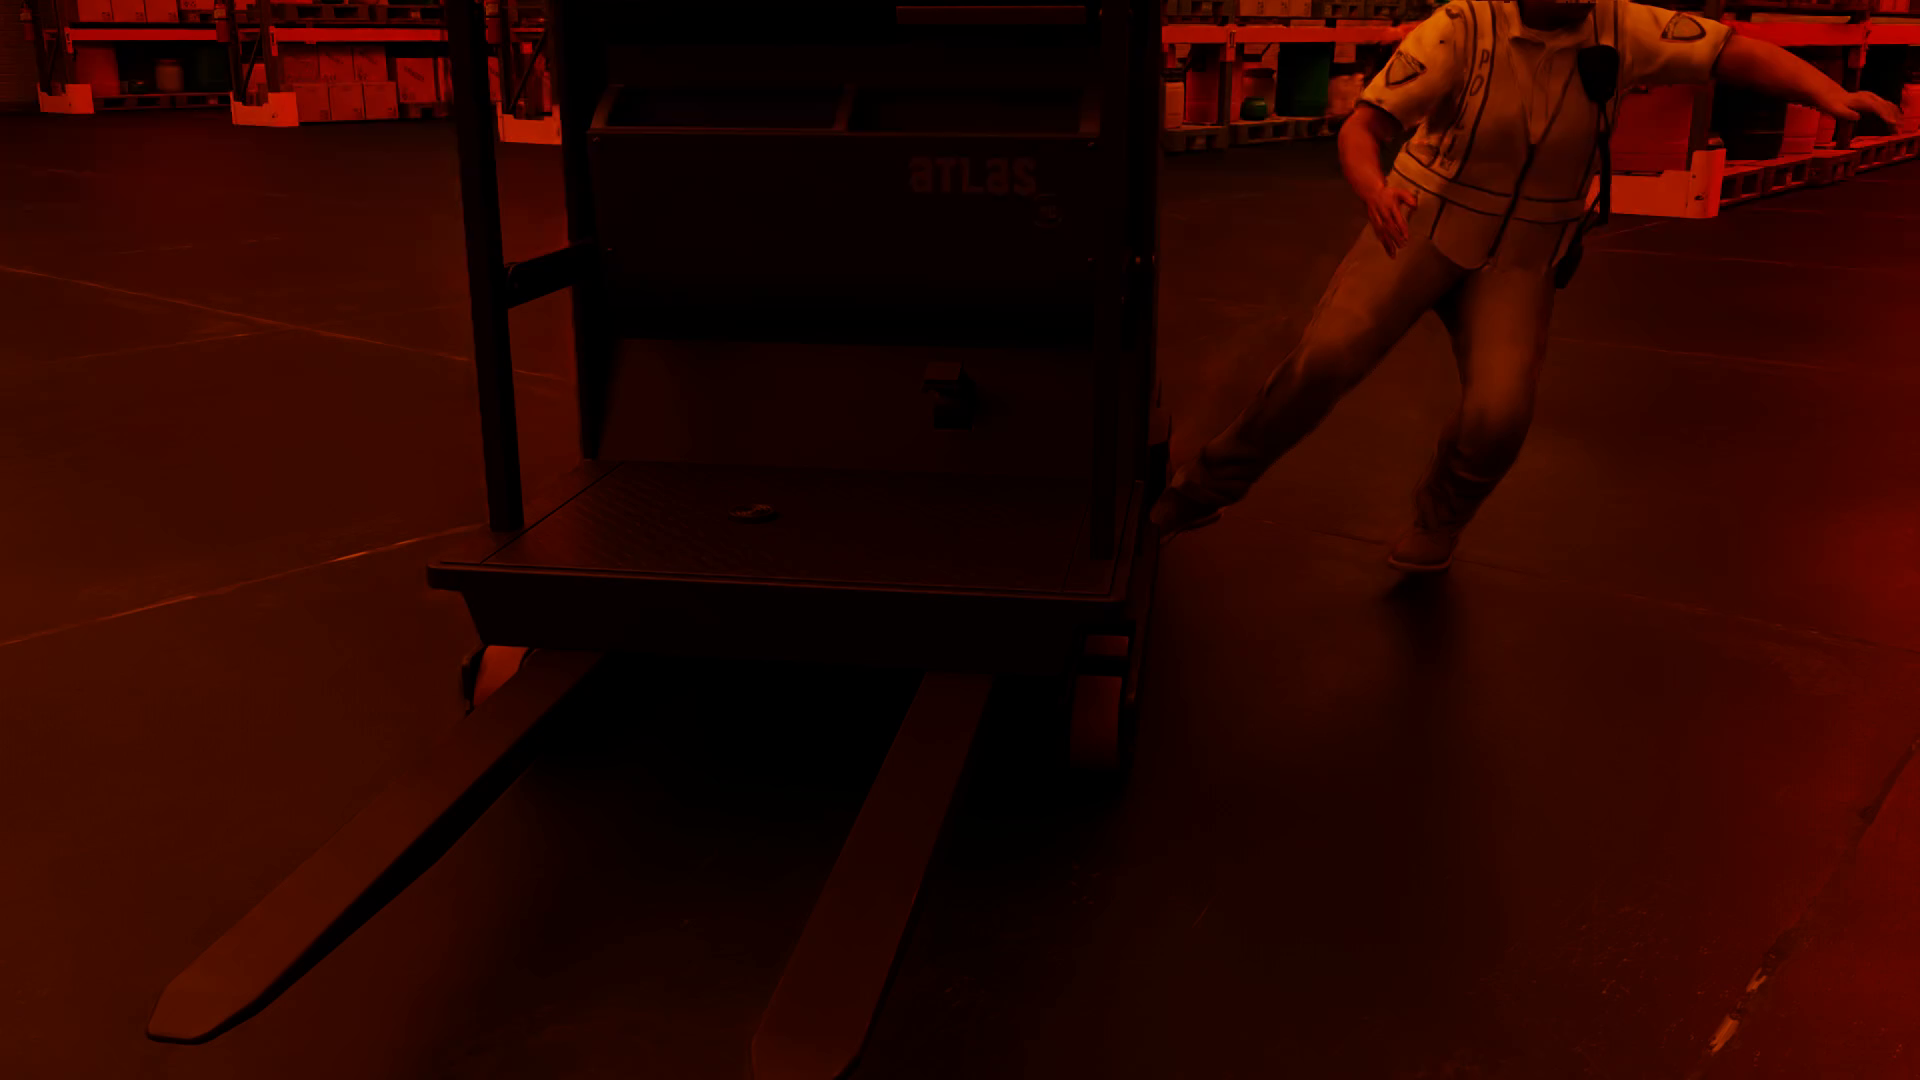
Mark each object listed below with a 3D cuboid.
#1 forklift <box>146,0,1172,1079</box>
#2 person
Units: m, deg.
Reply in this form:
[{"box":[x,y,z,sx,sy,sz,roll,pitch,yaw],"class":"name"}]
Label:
[{"box":[-0.225,-1.132,2.625,1.130,2.935,3.031,3,17,8],"class":"forklift"},{"box":[0.983,-0.583,3.365,1.359,1.411,0.834,0,17,0],"class":"person"}]
